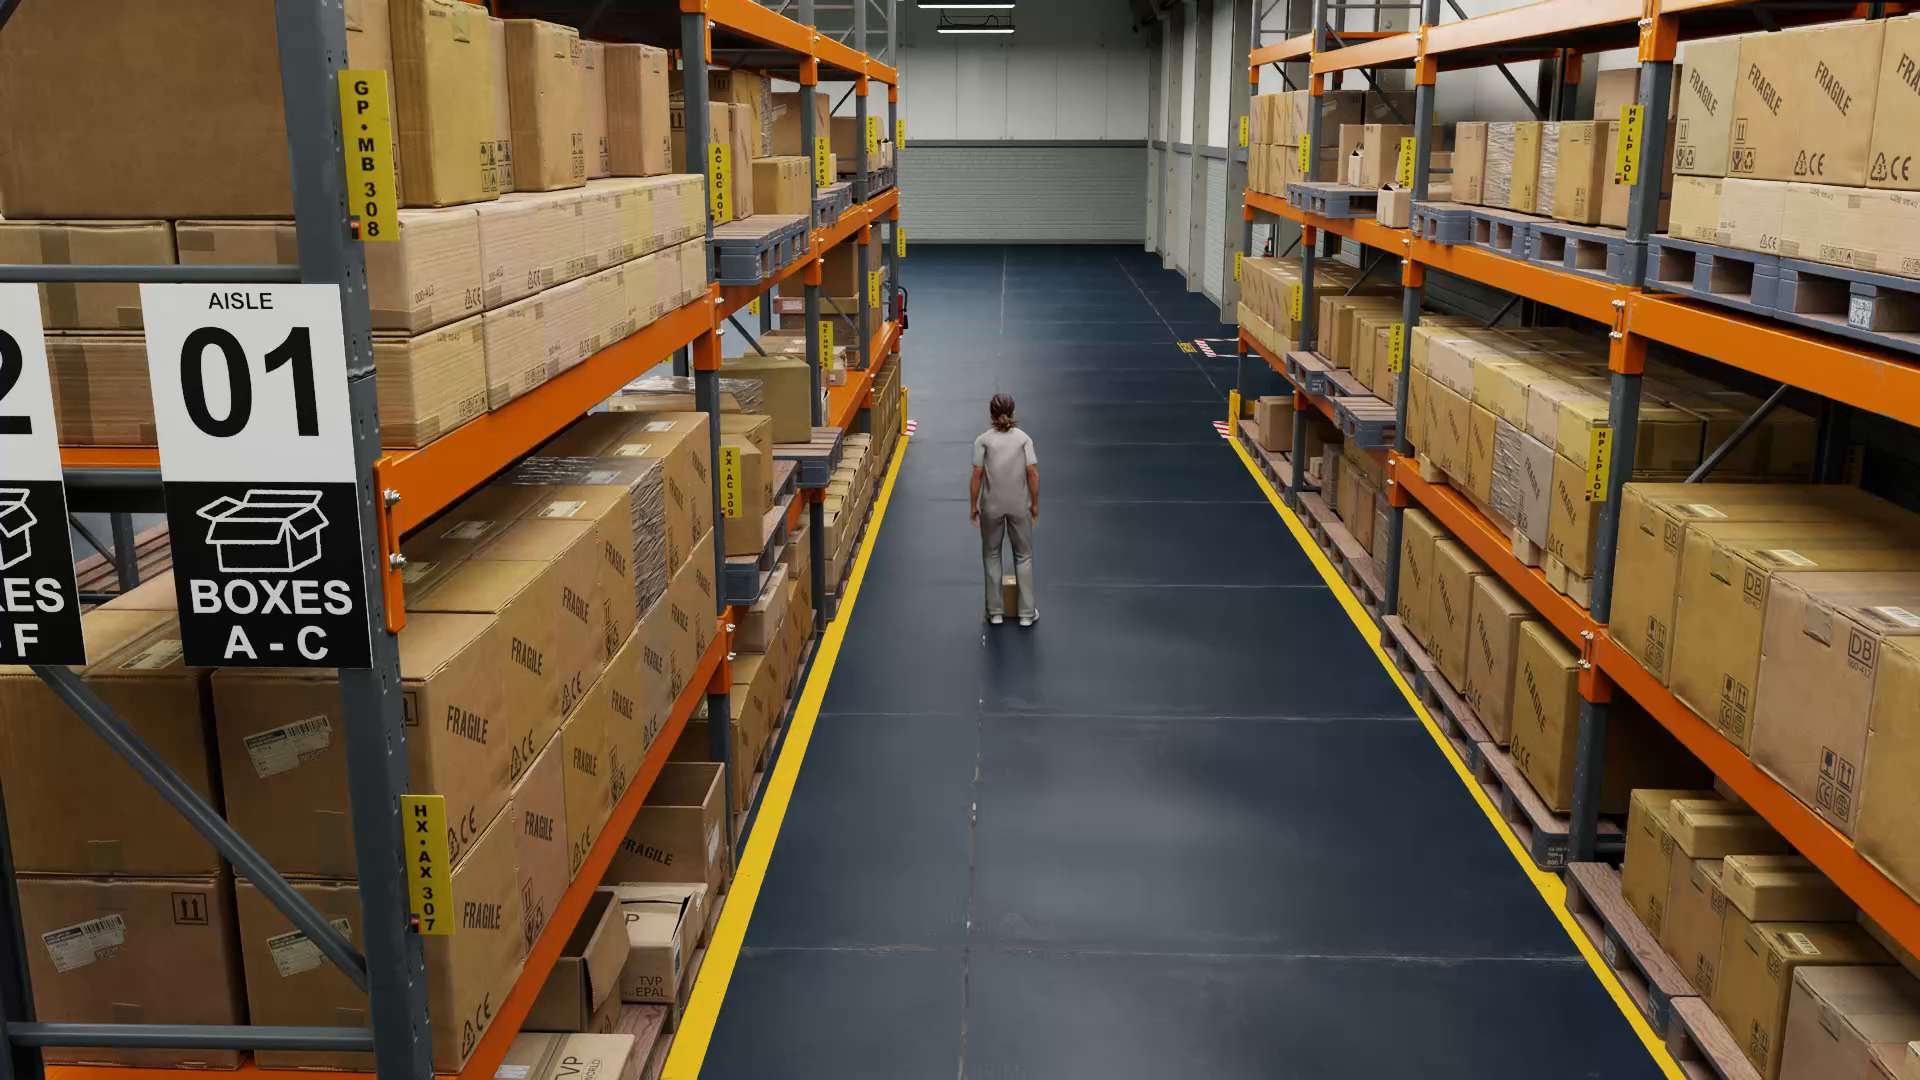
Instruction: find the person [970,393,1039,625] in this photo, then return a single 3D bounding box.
[{"bbox_3d":[0.324,-0.222,11.896,0.514,1.671,0.415,0,14,-2],"label":"person"}]
